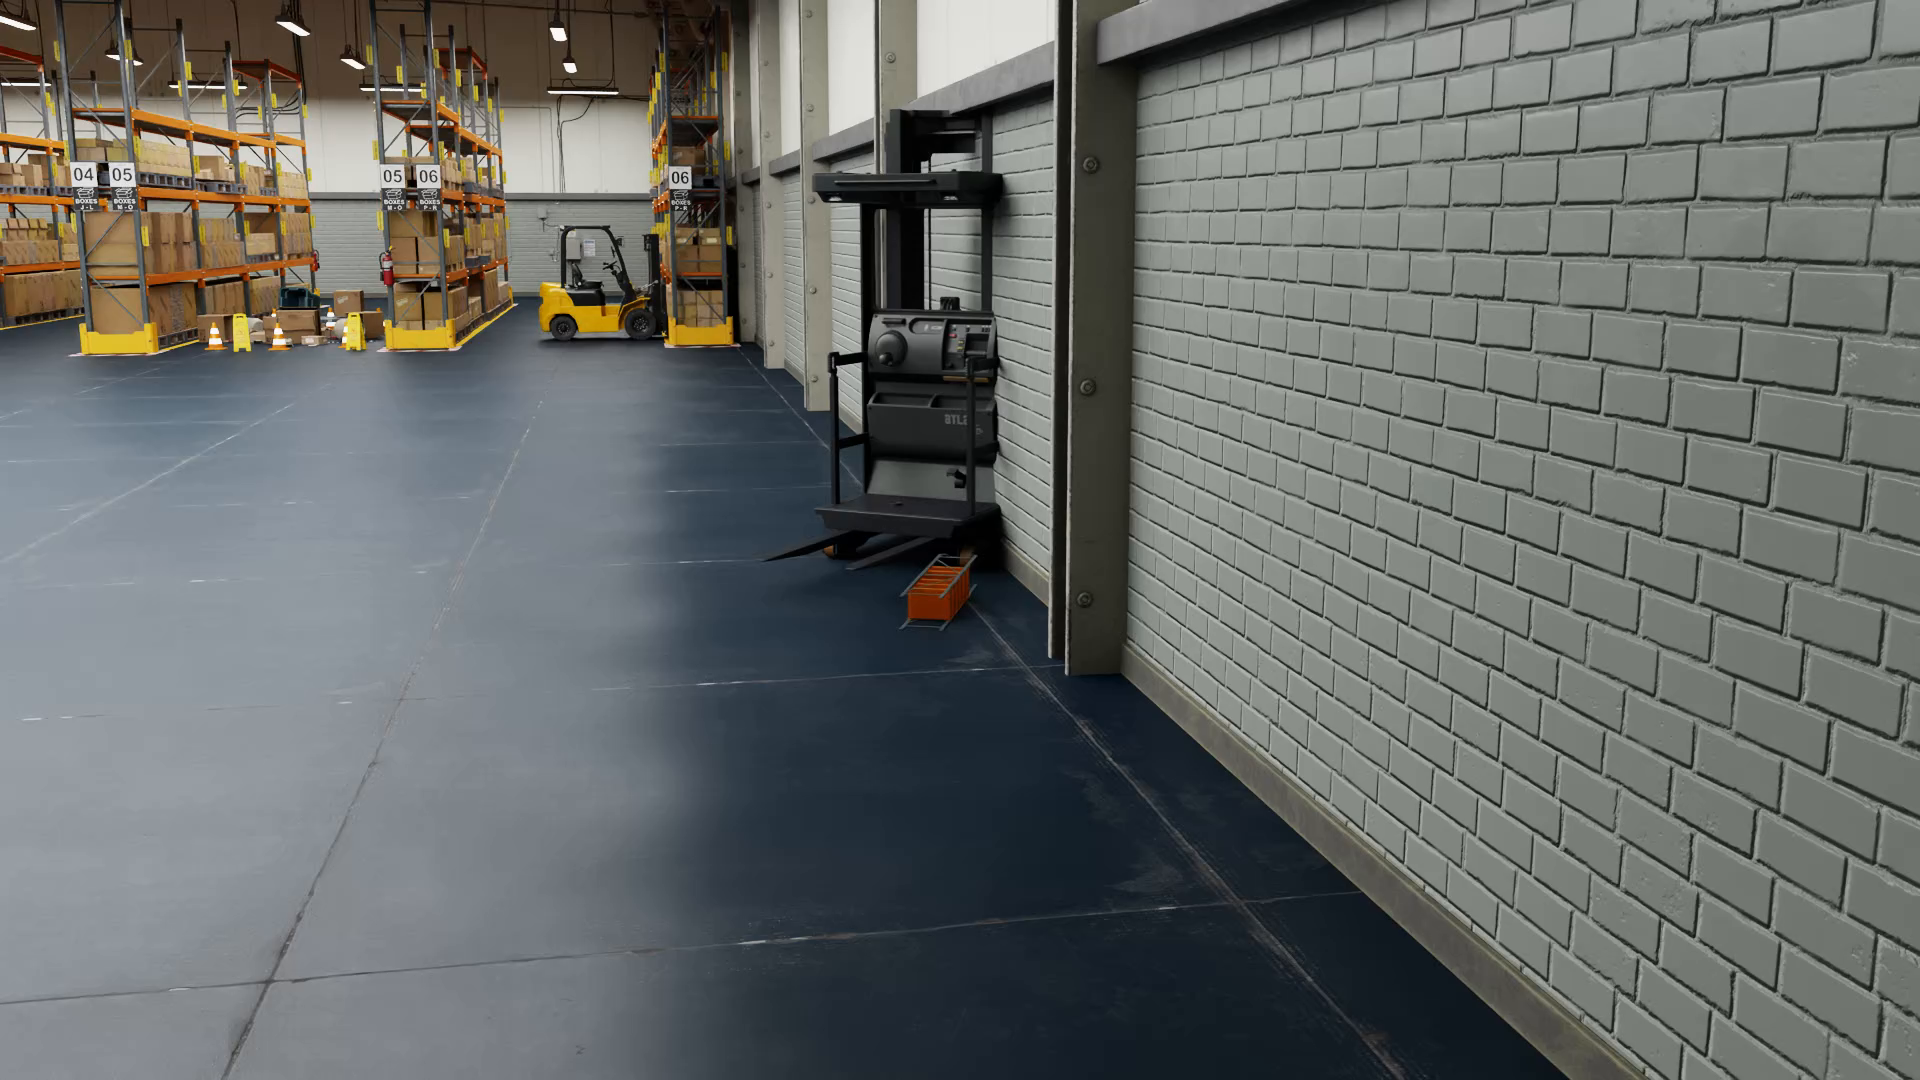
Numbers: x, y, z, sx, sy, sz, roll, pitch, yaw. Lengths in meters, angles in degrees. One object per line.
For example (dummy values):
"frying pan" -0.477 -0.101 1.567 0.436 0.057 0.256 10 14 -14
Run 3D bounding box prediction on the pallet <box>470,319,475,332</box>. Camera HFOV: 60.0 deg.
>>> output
"pallet" -10.573 -4.414 34.323 1.003 0.211 1.213 -2 11 -11

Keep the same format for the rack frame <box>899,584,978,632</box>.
"rack frame" -0.111 0.382 9.661 0.240 0.006 1.200 2 11 10

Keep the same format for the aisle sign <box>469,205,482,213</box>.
"aisle sign" -13.052 -9.122 44.646 0.394 0.787 0.004 -2 11 -11

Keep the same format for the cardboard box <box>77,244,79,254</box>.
"cardboard box" -21.729 -7.102 40.595 0.500 0.250 0.500 -2 11 -10

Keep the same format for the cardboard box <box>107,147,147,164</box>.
"cardboard box" -14.320 -6.608 28.586 0.500 0.250 0.500 -2 11 -11

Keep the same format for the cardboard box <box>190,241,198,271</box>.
"cardboard box" -15.172 -5.449 31.902 0.875 0.550 0.550 -2 11 -11

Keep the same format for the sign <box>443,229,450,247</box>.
"sign" -9.110 -5.353 29.481 0.100 0.325 0.005 -2 11 -11

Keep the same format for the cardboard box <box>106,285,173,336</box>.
"cardboard box" -14.848 -4.155 30.062 0.875 0.875 0.875 -2 11 -12

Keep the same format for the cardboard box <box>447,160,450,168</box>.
"cardboard box" -9.652 -6.957 30.744 0.380 0.149 0.250 -2 11 -9

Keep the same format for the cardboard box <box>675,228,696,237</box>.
"cardboard box" -5.050 -5.661 30.617 0.380 0.149 0.250 -2 11 -11

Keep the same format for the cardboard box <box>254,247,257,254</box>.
"cardboard box" -16.136 -6.545 37.612 0.380 0.149 0.250 -2 11 -9

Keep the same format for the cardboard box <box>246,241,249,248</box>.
"cardboard box" -15.986 -6.551 36.845 0.380 0.149 0.250 -2 11 -8

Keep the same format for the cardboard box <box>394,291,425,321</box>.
"cardboard box" -10.054 -4.269 30.328 0.500 0.500 0.500 -2 11 -11

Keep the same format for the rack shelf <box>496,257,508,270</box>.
"rack shelf" -12.365 -7.122 43.016 1.077 0.370 4.000 -2 11 -11

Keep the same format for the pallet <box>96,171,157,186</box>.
"pallet" -14.632 -6.275 28.855 1.003 0.211 1.213 -2 11 -11

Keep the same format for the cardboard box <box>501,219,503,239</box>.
"cardboard box" -12.203 -8.117 43.378 0.500 0.500 0.500 -2 11 -11

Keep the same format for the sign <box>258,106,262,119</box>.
"sign" -18.122 -11.069 43.073 0.100 0.325 0.005 -2 11 -11

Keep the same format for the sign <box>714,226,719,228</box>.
"sign" -5.008 -6.307 34.283 0.100 0.325 0.005 -2 11 -11

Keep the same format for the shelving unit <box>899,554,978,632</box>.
"shelving unit" -0.111 0.292 9.644 0.258 0.189 1.200 2 11 10

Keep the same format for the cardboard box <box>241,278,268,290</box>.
"cardboard box" -16.113 -5.842 37.926 0.500 0.250 0.500 -2 11 -11

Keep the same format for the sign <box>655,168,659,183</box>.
"sign" -6.863 -8.264 37.688 0.100 0.325 0.005 -2 11 -11

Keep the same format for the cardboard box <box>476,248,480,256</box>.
"cardboard box" -10.579 -6.219 35.895 0.380 0.149 0.250 -2 11 -10

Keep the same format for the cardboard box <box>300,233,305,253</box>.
"cardboard box" -17.047 -7.578 42.427 0.500 0.500 0.500 -2 11 -11

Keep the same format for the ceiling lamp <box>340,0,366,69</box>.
"ceiling lamp" -13.956 -12.690 38.693 0.800 3.185 2.000 -2 11 -11

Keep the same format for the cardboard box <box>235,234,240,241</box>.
"cardboard box" -15.935 -6.644 36.539 0.380 0.149 0.250 -2 11 -11

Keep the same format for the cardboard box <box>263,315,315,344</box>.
"cardboard box" -12.467 -3.911 30.900 0.637 0.503 0.797 9 14 38

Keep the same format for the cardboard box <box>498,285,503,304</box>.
"cardboard box" -11.993 -6.175 41.847 0.875 0.438 0.875 -2 11 -12

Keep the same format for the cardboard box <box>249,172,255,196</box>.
"cardboard box" -15.988 -7.905 36.915 0.500 0.500 0.500 -2 11 -11

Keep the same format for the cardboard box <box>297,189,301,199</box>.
"cardboard box" -17.052 -8.785 42.207 0.500 0.250 0.500 -2 11 -9

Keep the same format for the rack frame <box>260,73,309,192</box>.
"rack frame" -17.590 -10.591 43.271 1.000 3.000 0.127 -2 11 -11

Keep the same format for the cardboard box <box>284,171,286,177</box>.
"cardboard box" -16.832 -9.004 40.958 0.380 0.149 0.250 -2 11 -13

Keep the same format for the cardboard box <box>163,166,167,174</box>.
"cardboard box" -14.526 -6.667 29.962 0.380 0.149 0.250 -2 11 -10

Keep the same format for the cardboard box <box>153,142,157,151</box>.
"cardboard box" -14.428 -6.966 29.397 0.380 0.149 0.250 -2 11 -12

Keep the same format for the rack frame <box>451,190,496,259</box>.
"rack frame" -11.976 -7.108 41.021 1.000 3.000 0.127 -2 11 -11

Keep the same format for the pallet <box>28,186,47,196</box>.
"pallet" -21.470 -7.961 37.991 0.805 0.209 1.217 -3 11 -13

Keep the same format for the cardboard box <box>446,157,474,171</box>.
"cardboard box" -10.247 -7.706 34.078 0.500 0.250 0.500 -2 11 -12

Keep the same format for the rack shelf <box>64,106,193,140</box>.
"rack shelf" -14.867 -7.473 29.886 1.077 0.370 4.000 -2 11 -11

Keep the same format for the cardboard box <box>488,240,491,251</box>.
"cardboard box" -11.324 -6.929 39.141 0.500 0.250 0.500 -2 11 -10

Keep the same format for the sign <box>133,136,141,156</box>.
"sign" -13.932 -6.670 28.145 0.100 0.325 0.005 -2 11 -11

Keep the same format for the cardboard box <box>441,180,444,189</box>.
"cardboard box" -9.388 -6.330 29.582 0.380 0.149 0.250 -2 11 -11

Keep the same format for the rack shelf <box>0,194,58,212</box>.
"rack shelf" -21.308 -7.501 36.987 1.077 0.370 4.000 -2 11 -11

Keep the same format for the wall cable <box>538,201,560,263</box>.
"wall cable" -12.485 -9.428 50.492 0.588 1.984 0.122 -2 11 -11

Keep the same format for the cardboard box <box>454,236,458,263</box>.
"cardboard box" -9.773 -5.481 31.408 0.500 0.500 0.500 -2 11 -12

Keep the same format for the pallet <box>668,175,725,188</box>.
"pallet" -4.886 -6.649 30.824 1.003 0.211 1.213 -2 11 -11

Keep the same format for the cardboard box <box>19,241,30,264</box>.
"cardboard box" -20.952 -6.351 36.774 0.500 0.500 0.500 -2 11 -12

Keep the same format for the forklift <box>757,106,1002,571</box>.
"forklift" -0.267 -1.333 10.862 1.130 2.935 3.031 5 12 25

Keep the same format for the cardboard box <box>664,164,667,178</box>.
"cardboard box" -5.561 -7.202 32.459 0.396 0.266 0.258 -2 11 -12

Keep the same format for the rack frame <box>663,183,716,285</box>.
"rack frame" -5.552 -5.822 34.264 1.000 3.000 0.127 -2 11 -11

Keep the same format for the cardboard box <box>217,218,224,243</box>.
"cardboard box" -15.755 -6.447 34.605 0.700 0.500 0.500 -2 11 -12
